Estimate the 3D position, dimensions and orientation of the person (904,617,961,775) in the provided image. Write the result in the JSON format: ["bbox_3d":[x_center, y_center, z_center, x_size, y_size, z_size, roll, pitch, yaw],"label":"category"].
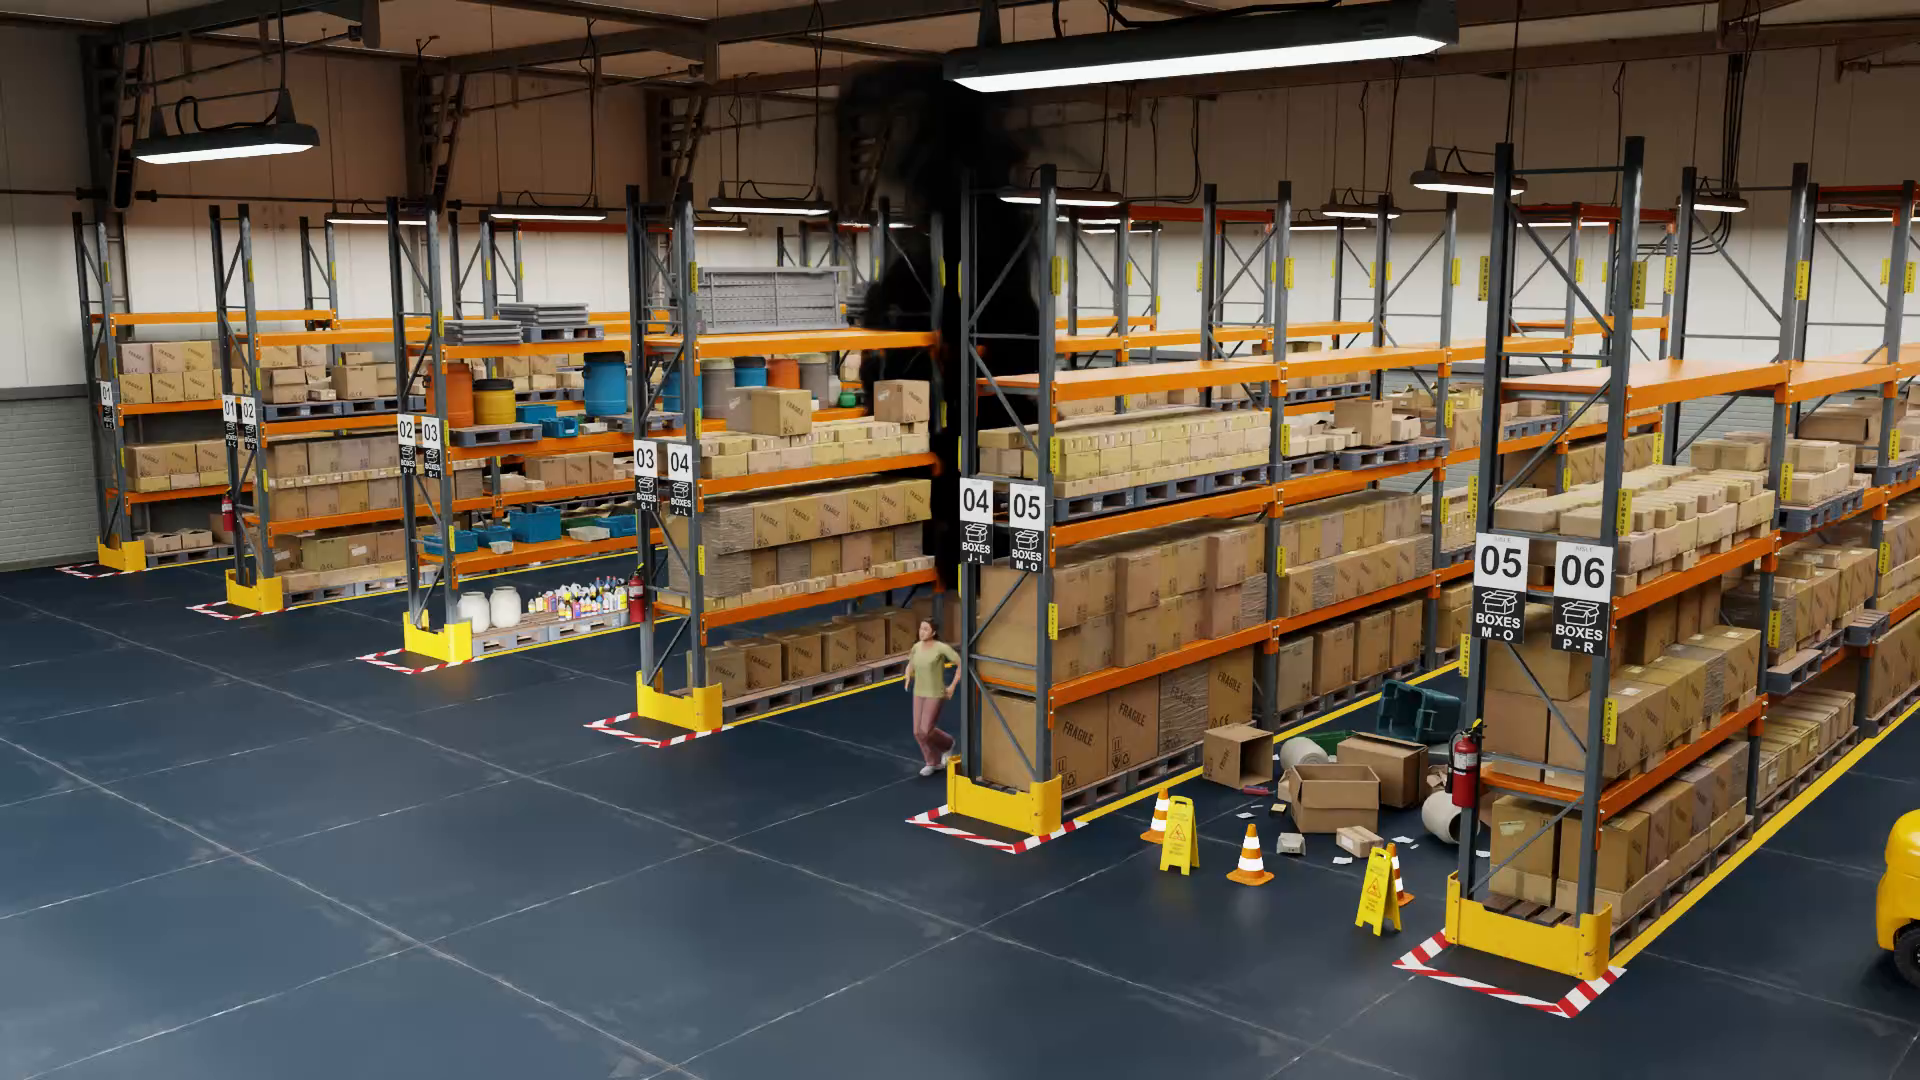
[{"bbox_3d":[-0.301,1.584,16.861,0.606,1.636,0.561,6,11,33],"label":"person"}]

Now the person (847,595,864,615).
[{"bbox_3d":[-1.515,0.330,24.210,0.699,1.701,0.758,4,10,25],"label":"person"}]
